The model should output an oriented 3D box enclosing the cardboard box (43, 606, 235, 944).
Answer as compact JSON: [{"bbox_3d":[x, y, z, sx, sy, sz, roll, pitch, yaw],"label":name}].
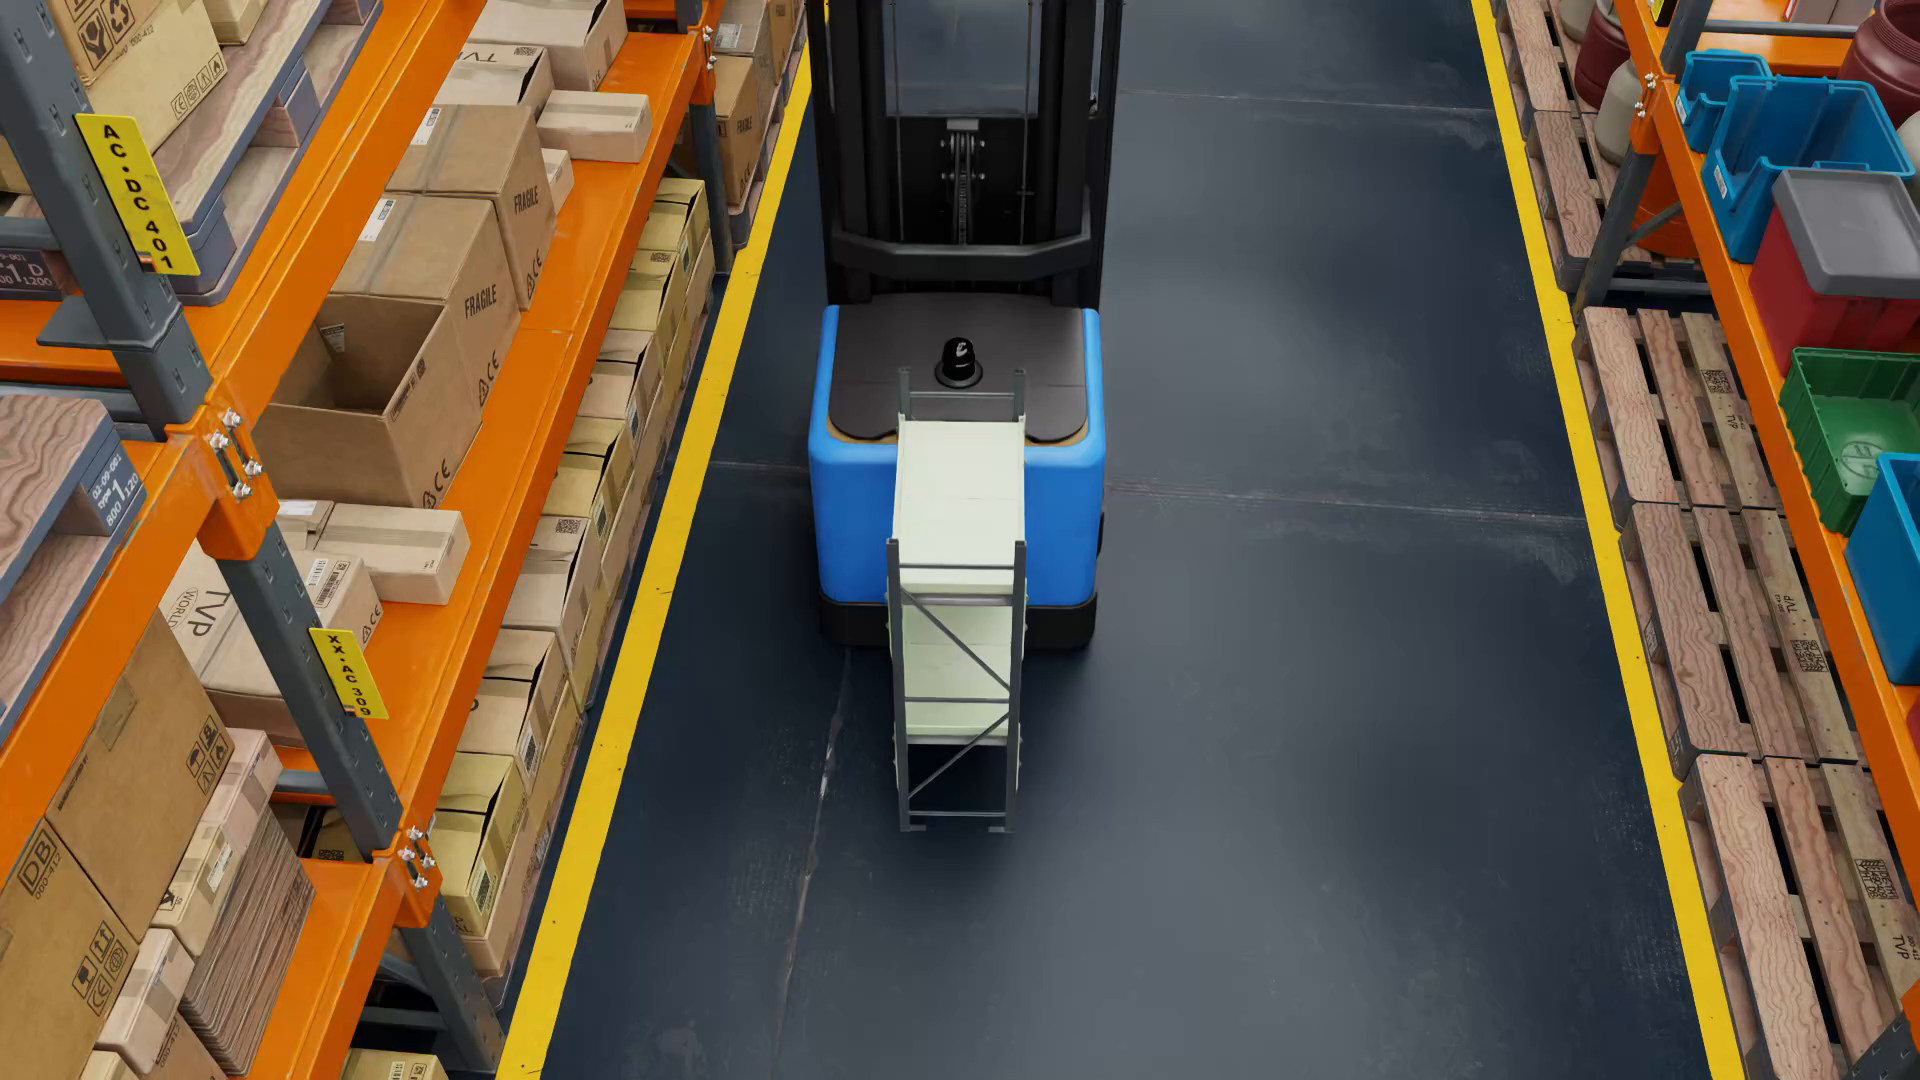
[{"bbox_3d":[-1.988,0.448,3.387,0.700,0.500,0.500,4,48,4],"label":"cardboard box"}]

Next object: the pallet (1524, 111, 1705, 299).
[{"bbox_3d":[3.374,-1.652,8.144,1.003,0.211,1.213,4,48,4],"label":"pallet"}]

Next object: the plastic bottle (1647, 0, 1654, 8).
[{"bbox_3d":[2.984,-2.353,7.030,0.097,0.201,0.097,0,48,0],"label":"plastic bottle"}]

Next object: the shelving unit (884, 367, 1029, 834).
[{"bbox_3d":[-0.002,0.243,5.537,0.431,1.500,0.755,1,48,1],"label":"shelving unit"}]

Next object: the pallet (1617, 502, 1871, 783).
[{"bbox_3d":[3.121,0.391,6.275,1.003,0.211,1.213,4,48,4],"label":"pallet"}]

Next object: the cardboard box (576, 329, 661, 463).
[{"bbox_3d":[-1.481,-0.595,6.486,0.500,0.311,0.500,4,48,3],"label":"cardboard box"}]

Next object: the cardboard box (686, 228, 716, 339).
[{"bbox_3d":[-1.394,-1.157,7.380,0.500,0.250,0.500,5,48,4],"label":"cardboard box"}]

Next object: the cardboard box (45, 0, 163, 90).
[{"bbox_3d":[-1.858,-1.214,3.130,0.500,0.500,0.500,4,48,4],"label":"cardboard box"}]

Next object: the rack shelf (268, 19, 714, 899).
[{"bbox_3d":[-1.771,-0.634,5.811,1.077,0.370,4.000,4,48,4],"label":"rack shelf"}]

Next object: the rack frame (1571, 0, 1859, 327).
[{"bbox_3d":[3.344,-2.011,6.582,1.000,3.000,0.127,4,48,4],"label":"rack frame"}]

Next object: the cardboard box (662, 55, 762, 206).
[{"bbox_3d":[-1.263,-1.967,7.938,0.500,0.500,0.500,6,48,5],"label":"cardboard box"}]

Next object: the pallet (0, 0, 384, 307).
[{"bbox_3d":[-1.886,-1.004,3.758,0.805,0.209,1.217,2,48,2],"label":"pallet"}]

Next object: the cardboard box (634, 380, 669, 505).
[{"bbox_3d":[-1.486,-0.409,6.696,0.500,0.250,0.500,5,48,4],"label":"cardboard box"}]

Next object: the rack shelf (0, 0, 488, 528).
[{"bbox_3d":[-1.771,-1.647,4.704,1.077,0.370,4.000,4,48,4],"label":"rack shelf"}]

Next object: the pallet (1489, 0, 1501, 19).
[{"bbox_3d":[3.596,-3.445,9.784,1.003,0.211,1.213,4,48,4],"label":"pallet"}]

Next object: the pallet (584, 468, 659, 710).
[{"bbox_3d":[-1.816,0.091,6.550,1.003,0.211,1.213,4,48,4],"label":"pallet"}]

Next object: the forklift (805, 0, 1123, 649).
[{"bbox_3d":[0.020,-1.651,6.300,1.130,2.935,3.031,1,48,1],"label":"forklift"}]

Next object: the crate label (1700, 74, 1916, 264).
[{"bbox_3d":[2.984,-1.311,5.918,0.502,0.435,0.616,4,48,4],"label":"crate label"}]

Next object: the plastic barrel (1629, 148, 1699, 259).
[{"bbox_3d":[3.371,-1.781,7.558,0.600,0.830,0.708,4,48,4],"label":"plastic barrel"}]

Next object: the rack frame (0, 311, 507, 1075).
[{"bbox_3d":[-1.953,0.593,4.201,1.000,3.000,0.127,4,48,4],"label":"rack frame"}]

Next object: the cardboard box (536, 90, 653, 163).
[{"bbox_3d":[-1.396,-1.582,6.361,0.380,0.149,0.250,4,48,4],"label":"cardboard box"}]

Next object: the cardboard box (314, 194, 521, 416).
[{"bbox_3d":[-1.773,-0.759,5.370,0.500,0.500,0.500,4,48,4],"label":"cardboard box"}]

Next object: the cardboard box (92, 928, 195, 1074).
[{"bbox_3d":[-1.811,0.928,3.387,0.380,0.149,0.250,3,48,2],"label":"cardboard box"}]

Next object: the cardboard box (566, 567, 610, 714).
[{"bbox_3d":[-1.578,0.343,6.008,0.500,0.250,0.500,3,48,2],"label":"cardboard box"}]

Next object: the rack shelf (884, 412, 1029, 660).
[{"bbox_3d":[-0.002,-0.021,5.249,0.431,0.370,0.720,1,48,1],"label":"rack shelf"}]

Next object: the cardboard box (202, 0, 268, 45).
[{"bbox_3d":[-1.840,-1.367,3.777,0.500,0.250,0.500,0,48,0],"label":"cardboard box"}]

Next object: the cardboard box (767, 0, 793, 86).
[{"bbox_3d":[-1.170,-2.720,8.627,0.500,0.500,0.500,3,48,3],"label":"cardboard box"}]

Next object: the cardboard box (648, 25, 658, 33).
[{"bbox_3d":[-1.737,-2.355,8.293,0.500,0.500,0.500,6,48,5],"label":"cardboard box"}]

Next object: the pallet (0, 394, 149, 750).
[{"bbox_3d":[-2.005,0.239,2.552,1.003,0.211,1.213,4,48,4],"label":"pallet"}]

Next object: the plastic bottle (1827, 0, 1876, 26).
[{"bbox_3d":[3.705,-2.265,6.899,0.152,0.276,0.135,4,48,4],"label":"plastic bottle"}]

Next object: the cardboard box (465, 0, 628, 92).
[{"bbox_3d":[-1.665,-2.052,6.681,0.500,0.311,0.500,7,48,6],"label":"cardboard box"}]

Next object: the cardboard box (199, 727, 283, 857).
[{"bbox_3d":[-1.765,0.554,3.729,0.380,0.149,0.250,4,48,3],"label":"cardboard box"}]

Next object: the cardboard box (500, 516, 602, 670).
[{"bbox_3d":[-1.571,0.155,5.800,0.500,0.311,0.500,2,48,2],"label":"cardboard box"}]

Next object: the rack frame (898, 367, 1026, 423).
[{"bbox_3d":[0.006,-0.027,5.784,0.400,1.500,0.023,1,48,1],"label":"rack frame"}]

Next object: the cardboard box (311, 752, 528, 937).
[{"bbox_3d":[-1.668,0.903,5.116,0.500,0.311,0.500,4,48,4],"label":"cardboard box"}]

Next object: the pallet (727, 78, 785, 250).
[{"bbox_3d":[-1.483,-1.952,8.418,1.003,0.211,1.213,4,48,4],"label":"pallet"}]

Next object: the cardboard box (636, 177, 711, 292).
[{"bbox_3d":[-1.391,-1.348,7.175,0.500,0.311,0.500,5,48,5],"label":"cardboard box"}]

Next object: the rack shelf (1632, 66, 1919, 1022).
[{"bbox_3d":[3.161,-0.298,5.504,1.077,0.370,4.000,4,48,4],"label":"rack shelf"}]

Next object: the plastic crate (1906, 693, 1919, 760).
[{"bbox_3d":[2.718,0.531,4.215,0.402,0.464,0.583,4,48,4],"label":"plastic crate"}]

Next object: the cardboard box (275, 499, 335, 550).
[{"bbox_3d":[-2.056,-0.020,4.853,0.396,0.266,0.258,3,48,3],"label":"cardboard box"}]

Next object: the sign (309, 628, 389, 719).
[{"bbox_3d":[-1.401,0.310,3.819,0.100,0.325,0.005,4,48,4],"label":"sign"}]

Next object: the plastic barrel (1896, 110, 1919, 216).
[{"bbox_3d":[3.463,-1.278,5.836,0.421,0.512,0.421,0,48,0],"label":"plastic barrel"}]

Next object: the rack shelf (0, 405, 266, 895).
[{"bbox_3d":[-2.136,1.293,2.015,1.077,0.370,4.000,4,48,4],"label":"rack shelf"}]

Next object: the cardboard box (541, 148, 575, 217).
[{"bbox_3d":[-1.649,-1.321,6.122,0.380,0.149,0.250,7,48,6],"label":"cardboard box"}]

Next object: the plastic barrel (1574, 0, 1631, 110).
[{"bbox_3d":[3.474,-2.529,8.406,0.600,0.588,0.708,4,48,4],"label":"plastic barrel"}]

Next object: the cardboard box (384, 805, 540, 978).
[{"bbox_3d":[-1.670,1.099,5.317,0.500,0.250,0.500,3,48,3],"label":"cardboard box"}]

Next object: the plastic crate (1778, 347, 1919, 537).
[{"bbox_3d":[2.857,-0.299,5.160,0.450,0.188,0.662,4,48,4],"label":"plastic crate"}]

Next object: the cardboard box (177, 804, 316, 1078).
[{"bbox_3d":[-1.988,0.885,3.866,0.700,0.500,0.500,3,48,3],"label":"cardboard box"}]
